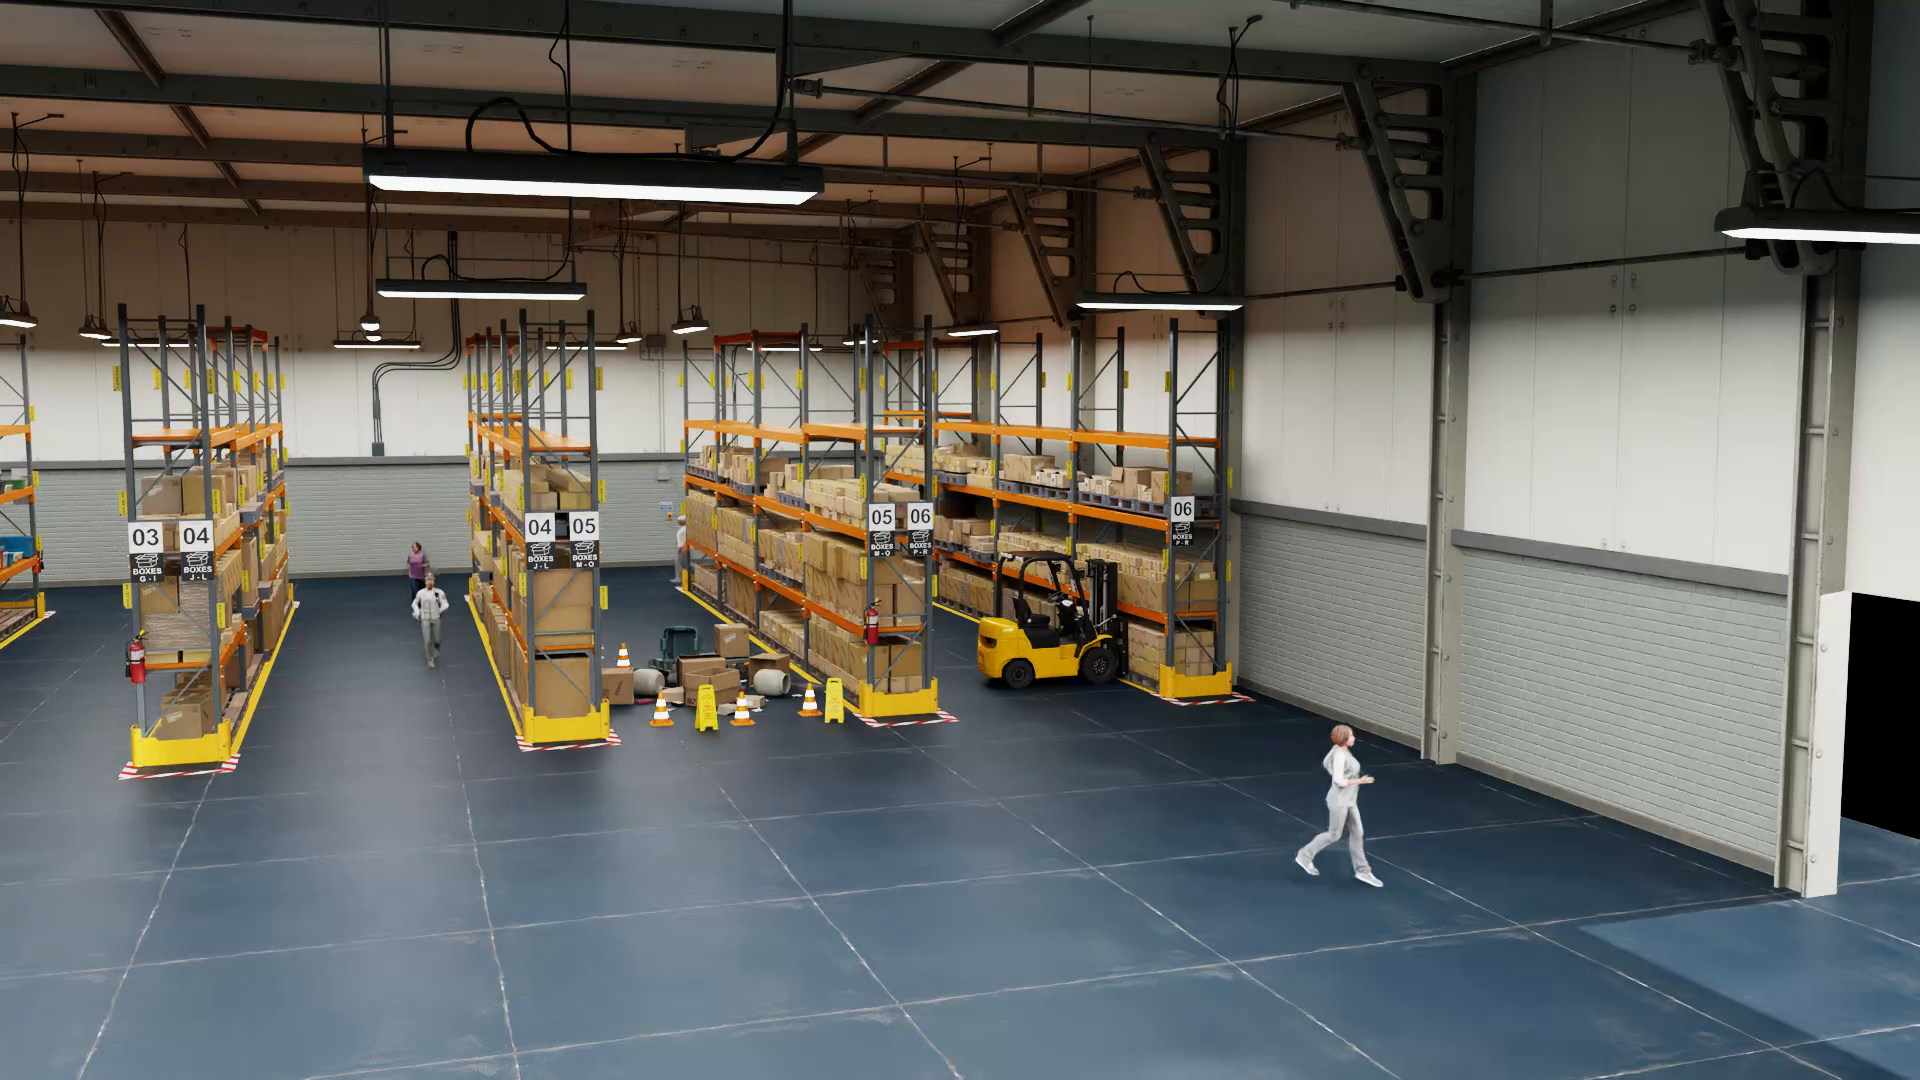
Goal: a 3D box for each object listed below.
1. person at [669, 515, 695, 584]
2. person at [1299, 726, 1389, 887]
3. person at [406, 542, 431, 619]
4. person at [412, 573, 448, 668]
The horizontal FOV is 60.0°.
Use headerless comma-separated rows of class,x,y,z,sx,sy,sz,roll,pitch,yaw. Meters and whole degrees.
person,-6.842,0.232,41.230,0.800,1.736,0.764,-1,5,-5
person,3.832,2.627,16.493,0.853,1.596,0.539,2,6,23
person,-11.545,0.849,35.480,0.512,1.646,0.730,-1,6,-14
person,-9.347,1.397,29.343,0.617,1.649,0.631,-2,6,-17
